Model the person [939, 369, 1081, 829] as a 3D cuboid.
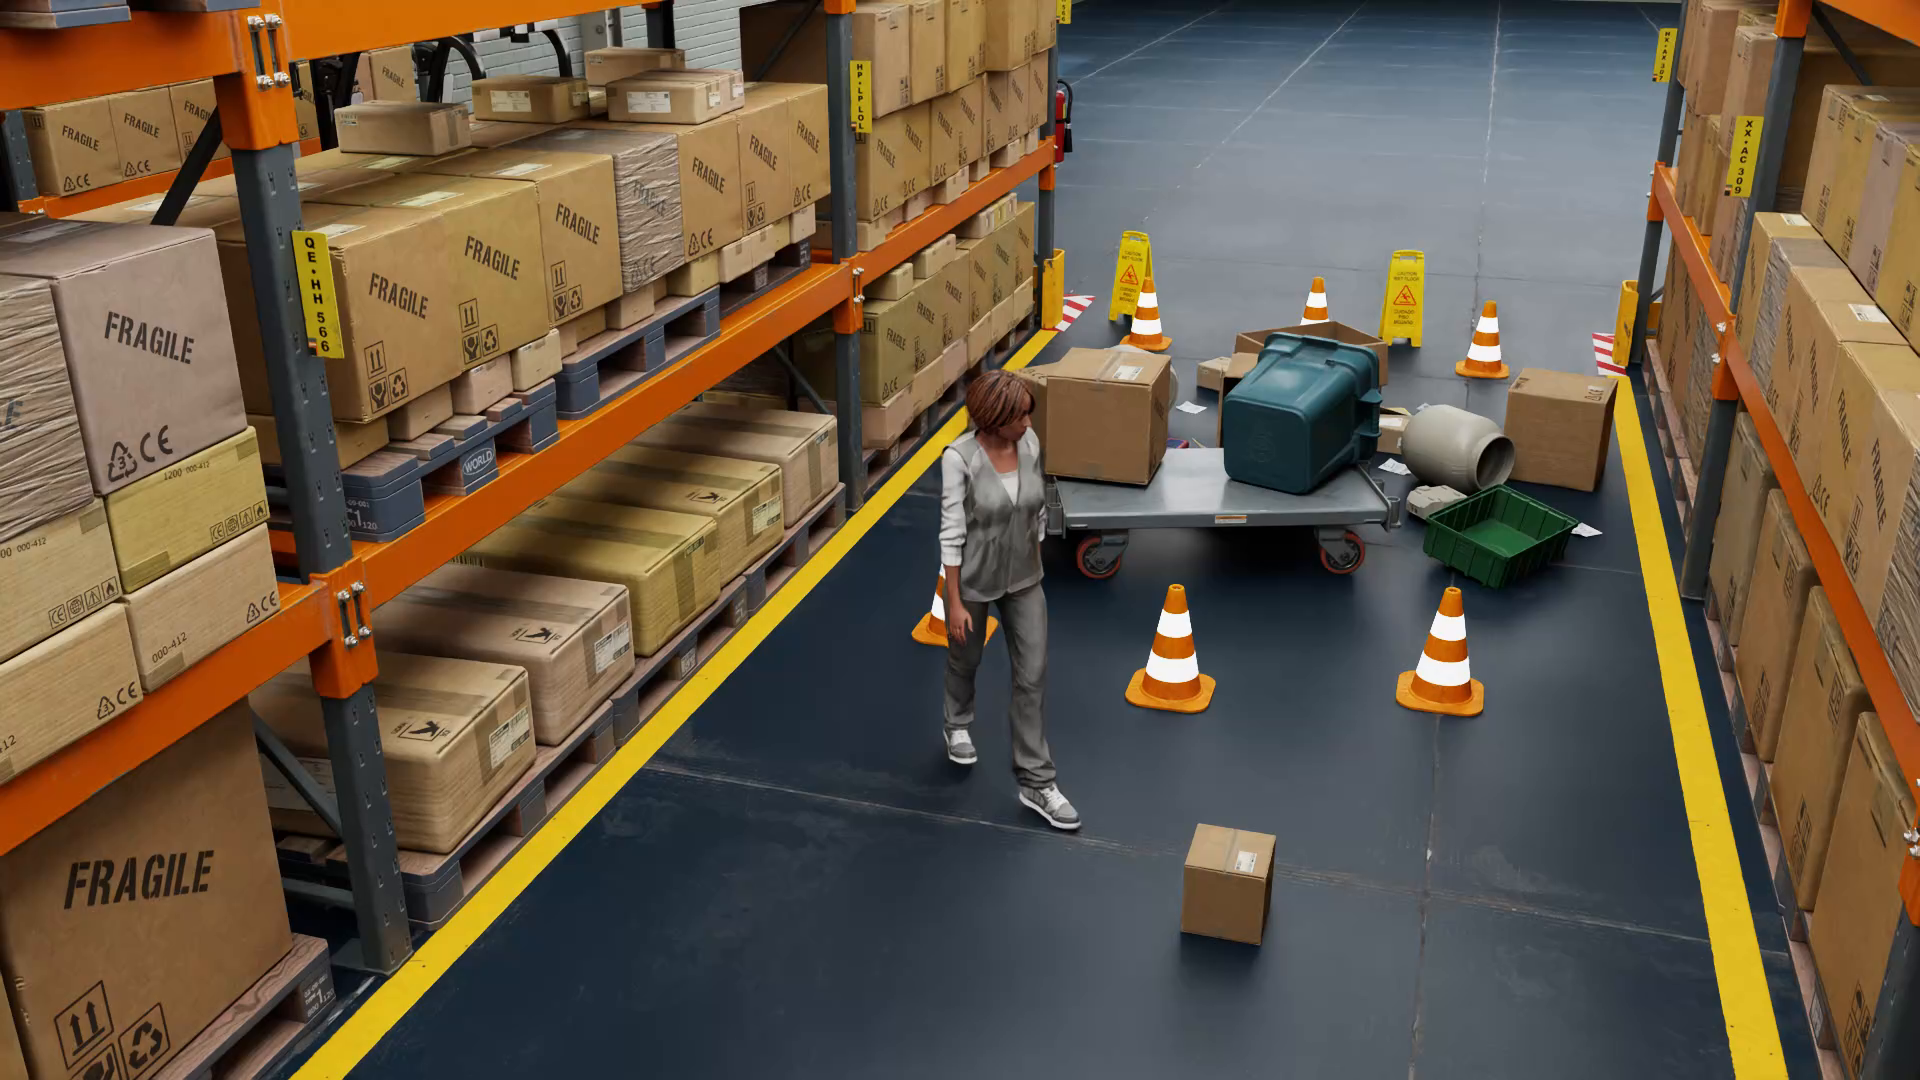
[{"bbox_3d":[0.116,0.161,5.698,0.426,1.575,0.766,-8,24,-19],"label":"person"}]
